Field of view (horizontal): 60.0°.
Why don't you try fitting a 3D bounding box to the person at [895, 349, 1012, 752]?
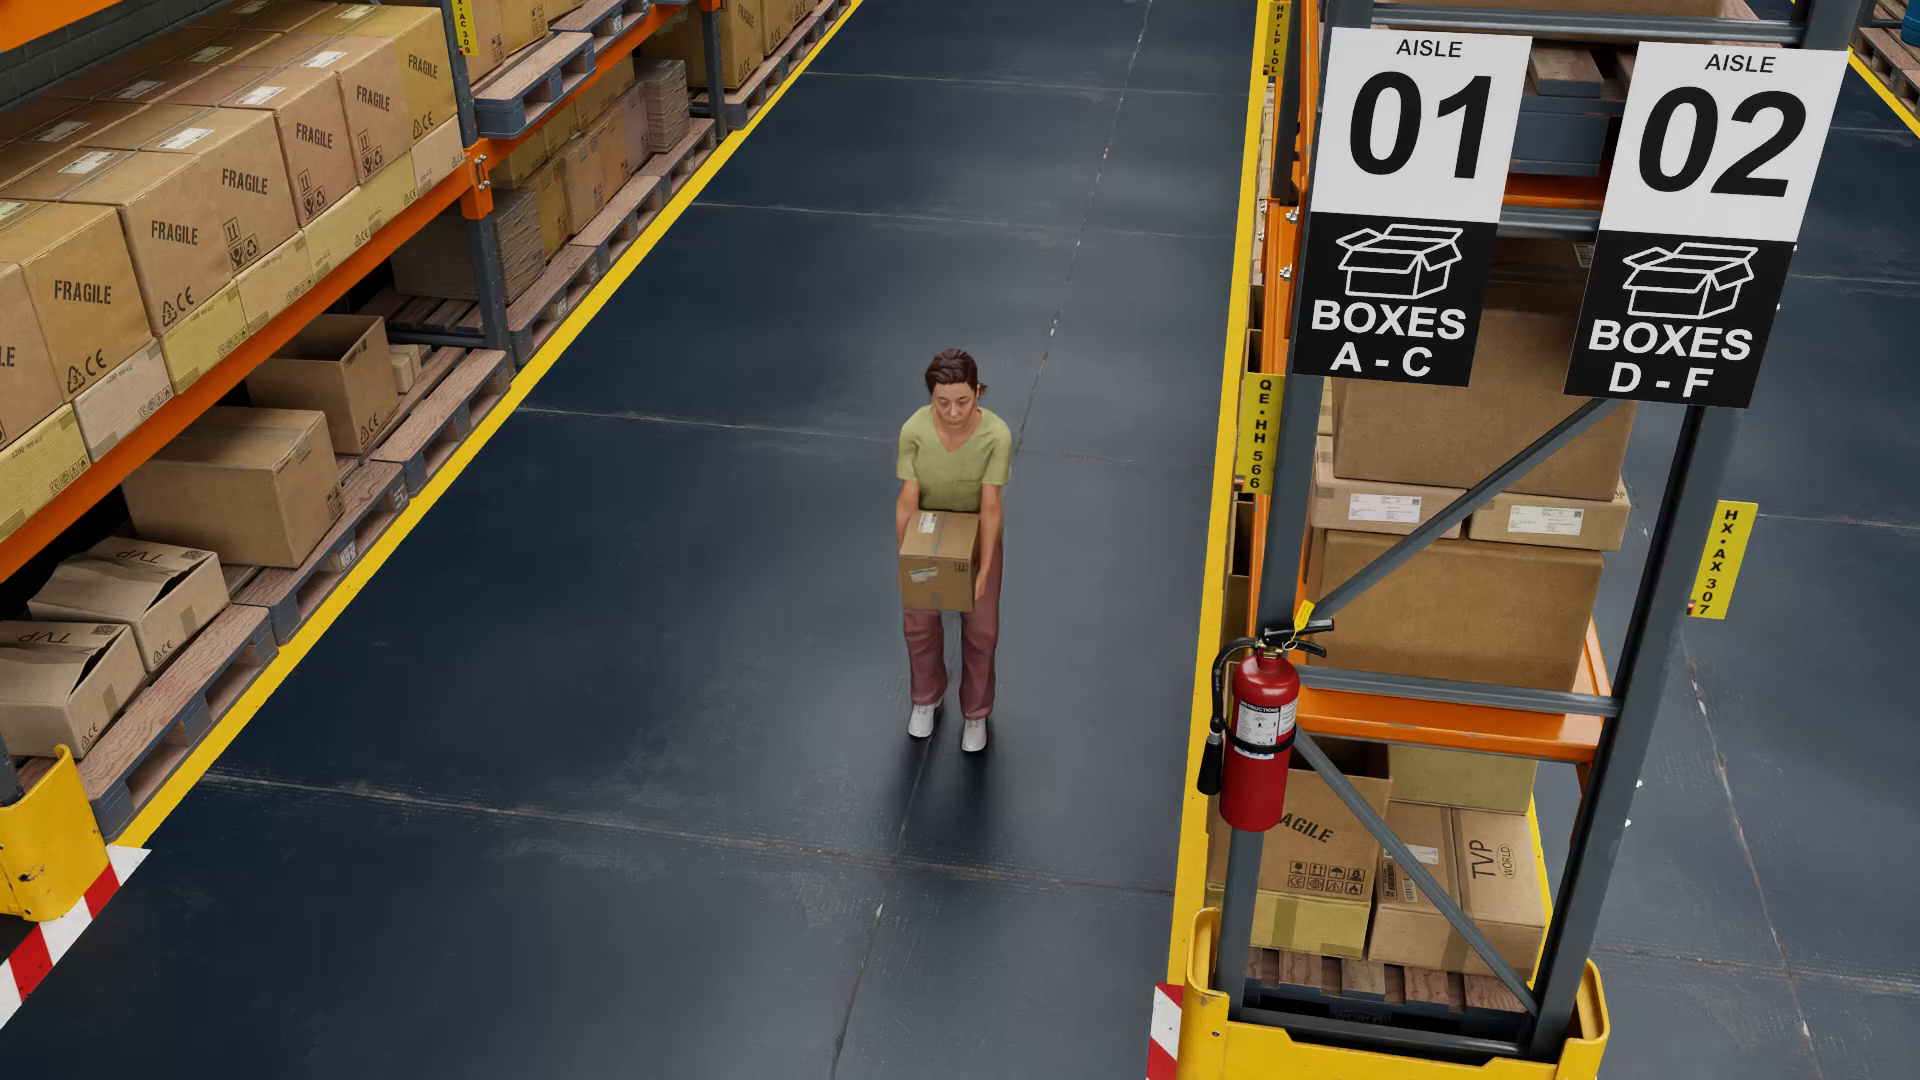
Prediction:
[{"bbox_3d":[-0.025,0.055,6.079,0.409,1.654,0.521,5,33,7],"label":"person"}]
